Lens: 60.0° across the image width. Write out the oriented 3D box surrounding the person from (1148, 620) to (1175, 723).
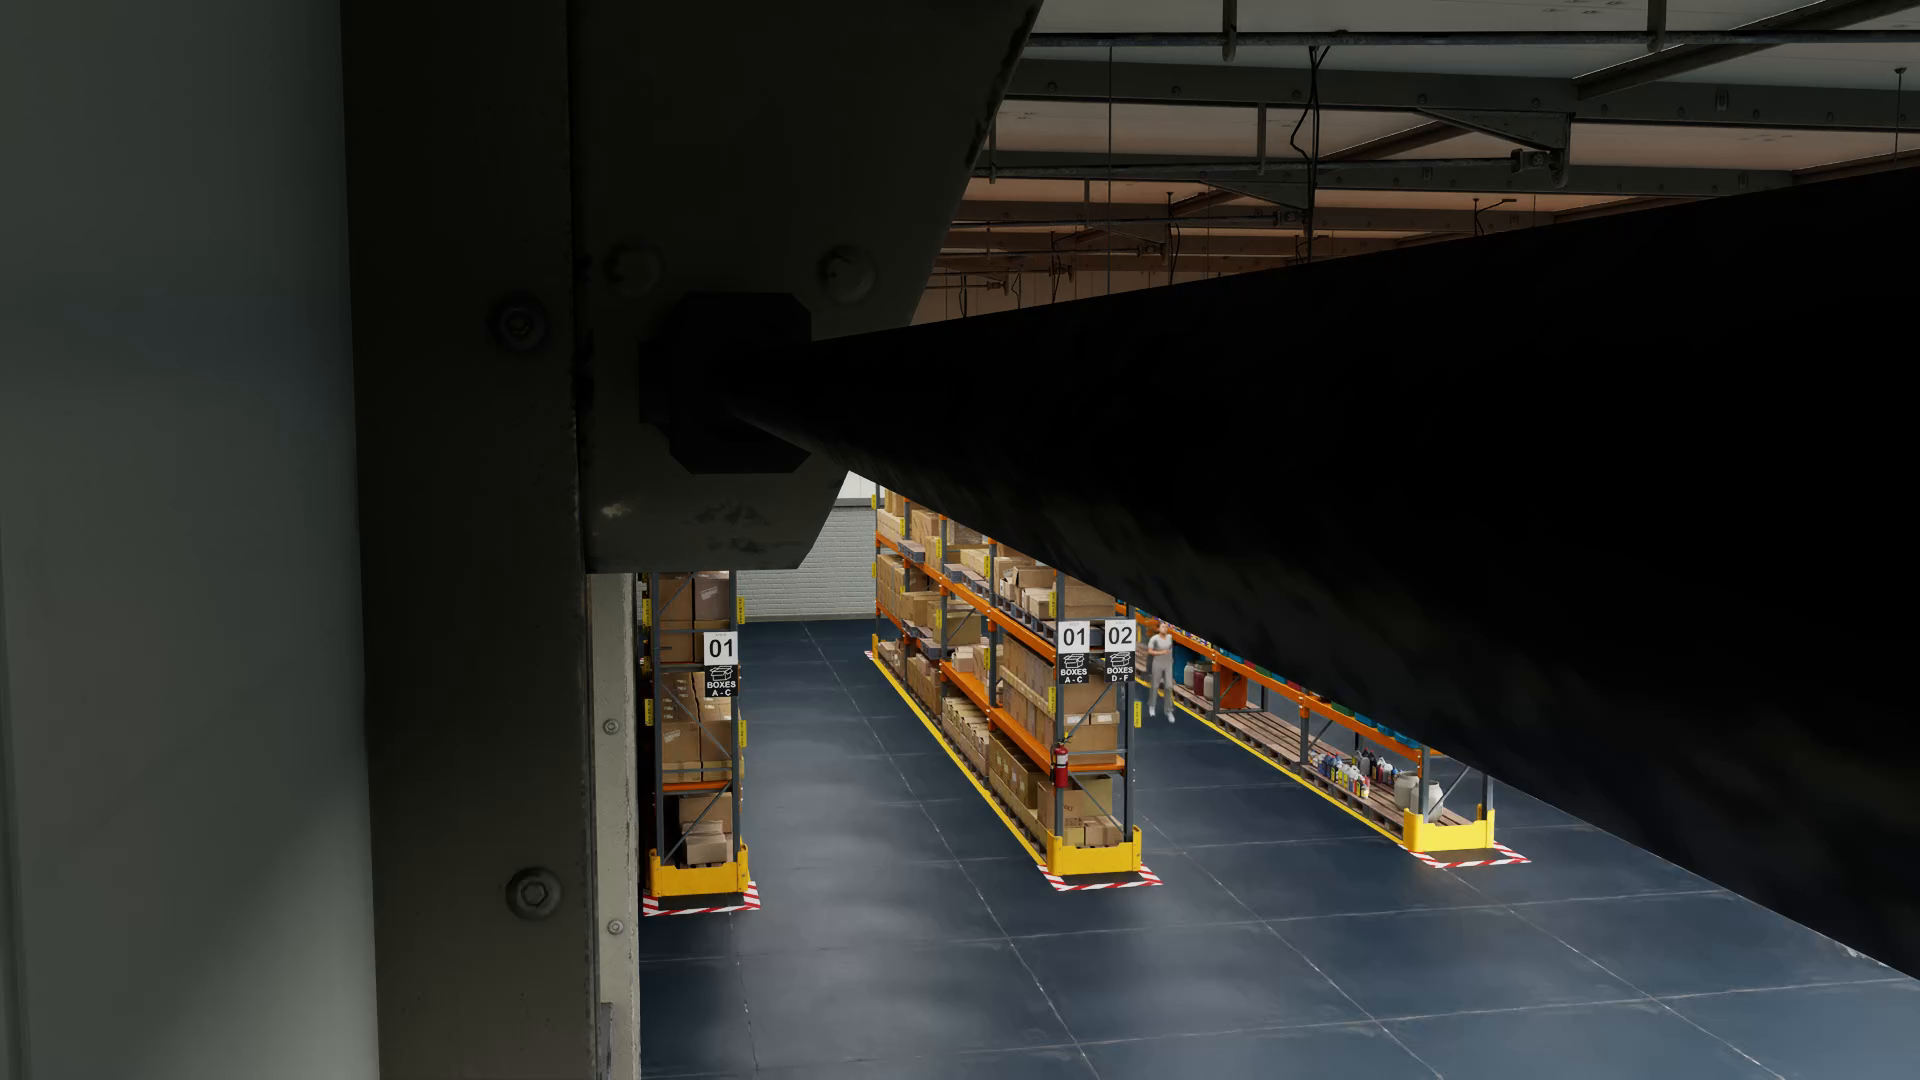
[{"bbox_3d":[3.484,2.239,28.807,0.566,1.737,0.775,-2,6,-17],"label":"person"}]
